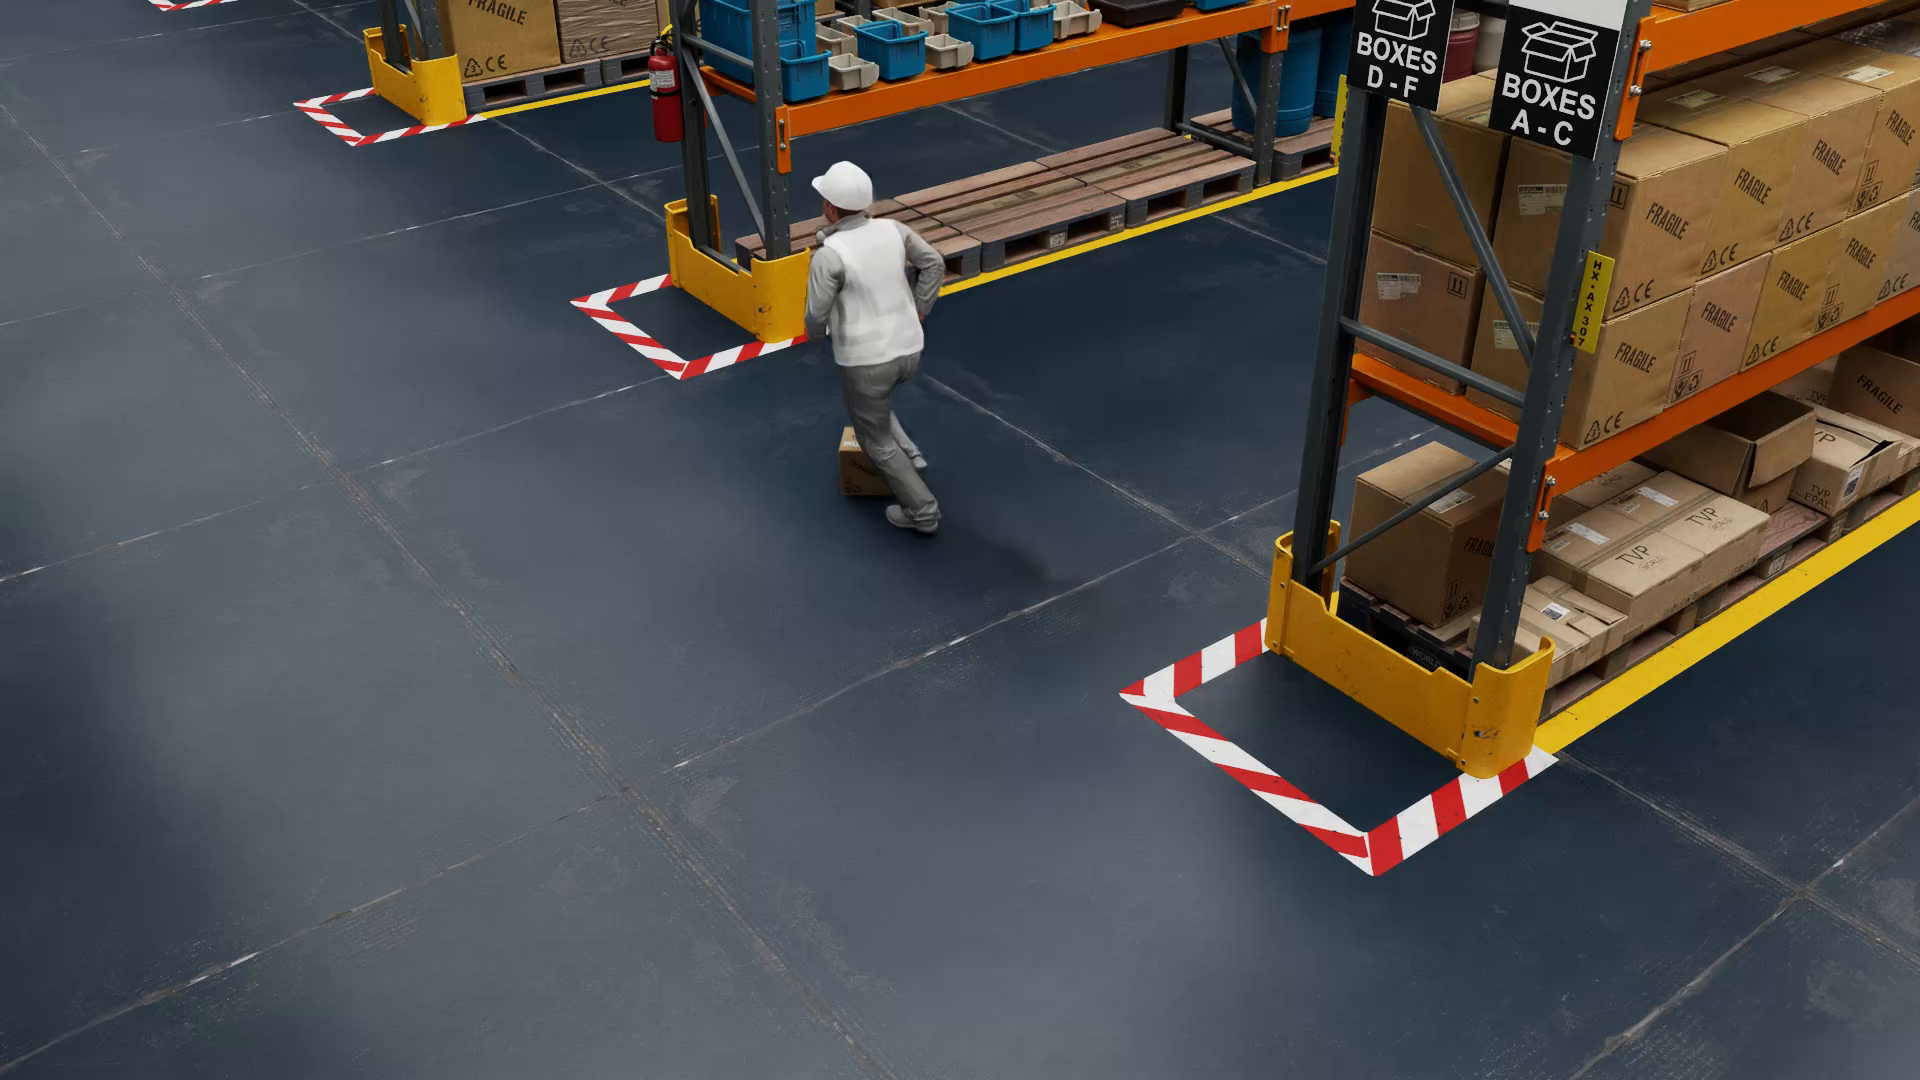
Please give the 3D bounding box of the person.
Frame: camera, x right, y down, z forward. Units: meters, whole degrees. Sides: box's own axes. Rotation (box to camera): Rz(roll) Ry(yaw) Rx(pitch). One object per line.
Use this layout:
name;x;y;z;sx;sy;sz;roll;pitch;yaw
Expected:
person;-0.356;-0.861;7.565;0.709;1.682;0.676;25;40;34
